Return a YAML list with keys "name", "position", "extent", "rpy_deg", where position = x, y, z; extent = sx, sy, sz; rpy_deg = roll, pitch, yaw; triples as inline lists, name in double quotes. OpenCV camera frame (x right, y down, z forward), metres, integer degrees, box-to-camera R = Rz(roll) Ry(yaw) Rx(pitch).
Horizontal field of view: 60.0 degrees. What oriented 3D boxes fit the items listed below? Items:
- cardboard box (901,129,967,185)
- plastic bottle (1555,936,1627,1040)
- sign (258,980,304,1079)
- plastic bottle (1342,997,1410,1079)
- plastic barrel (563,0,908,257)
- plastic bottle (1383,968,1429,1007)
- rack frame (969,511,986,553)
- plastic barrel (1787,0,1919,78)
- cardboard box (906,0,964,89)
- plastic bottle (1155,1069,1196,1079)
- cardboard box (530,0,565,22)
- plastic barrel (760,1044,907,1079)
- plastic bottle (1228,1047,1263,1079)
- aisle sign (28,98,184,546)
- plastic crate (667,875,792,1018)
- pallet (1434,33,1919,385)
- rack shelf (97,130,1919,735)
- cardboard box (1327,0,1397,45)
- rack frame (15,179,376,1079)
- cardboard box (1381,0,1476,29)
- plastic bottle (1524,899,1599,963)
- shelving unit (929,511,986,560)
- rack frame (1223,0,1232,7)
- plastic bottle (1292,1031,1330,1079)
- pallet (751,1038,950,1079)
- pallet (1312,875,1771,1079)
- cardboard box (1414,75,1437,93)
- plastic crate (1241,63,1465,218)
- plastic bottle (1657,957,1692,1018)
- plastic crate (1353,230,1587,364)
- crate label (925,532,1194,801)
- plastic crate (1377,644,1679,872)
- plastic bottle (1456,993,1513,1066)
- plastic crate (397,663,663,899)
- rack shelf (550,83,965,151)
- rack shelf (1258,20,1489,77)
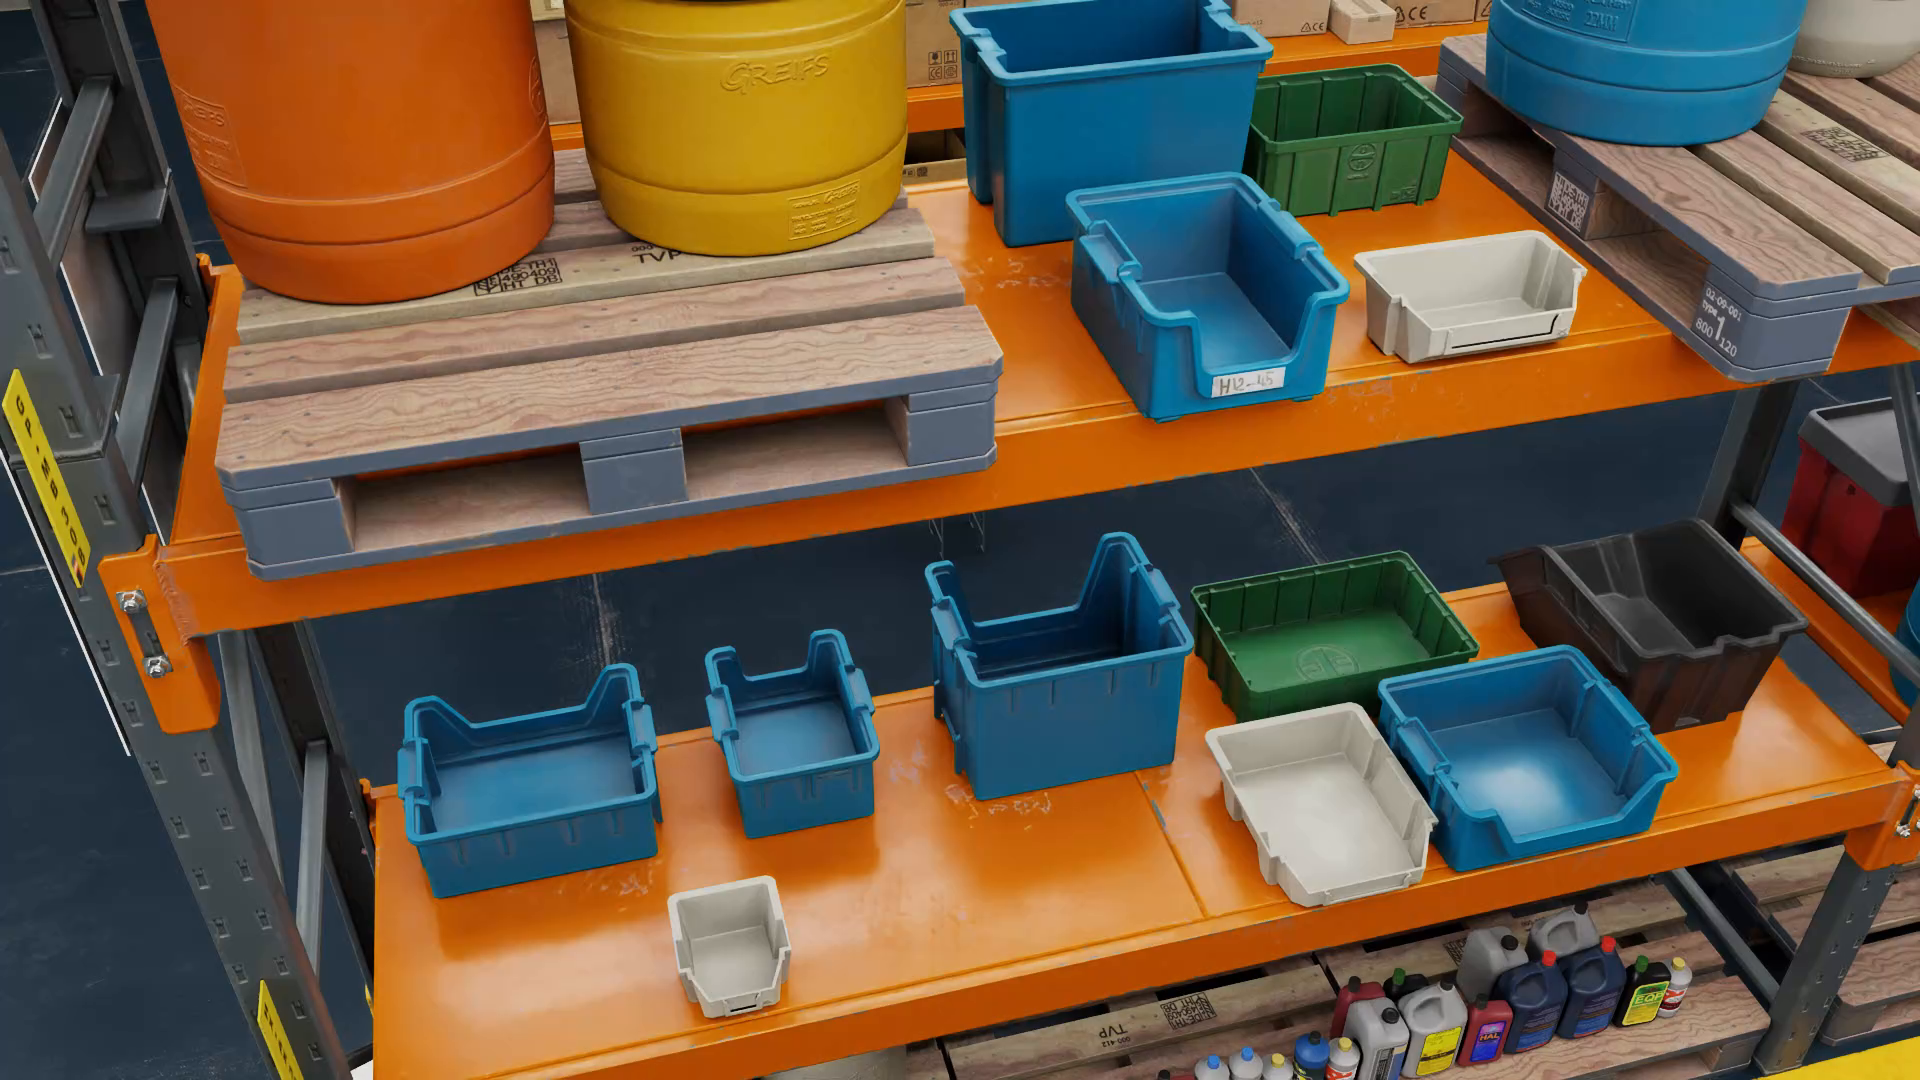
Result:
- name: "cardboard box"
  position: [-0.248, -1.771, 8.396]
  extent: [0.500, 0.500, 0.500]
  rpy_deg: [-9, 38, -12]
- name: "plastic bottle"
  position: [1.851, 1.301, 4.899]
  extent: [0.185, 0.351, 0.144]
  rpy_deg: [-10, 39, -13]
- name: "sign"
  position: [-1.324, 1.000, 3.247]
  extent: [0.005, 0.325, 0.100]
  rpy_deg: [-9, 38, -12]
- name: "plastic bottle"
  position: [1.196, 1.436, 4.784]
  extent: [0.135, 0.276, 0.152]
  rpy_deg: [-9, 38, -11]
- name: "plastic barrel"
  position: [-0.396, -0.902, 2.991]
  extent: [0.600, 0.588, 0.600]
  rpy_deg: [0, 37, 0]
- name: "plastic bottle"
  position: [1.303, 1.353, 4.886]
  extent: [0.133, 0.283, 0.061]
  rpy_deg: [-9, 38, -12]
- name: "rack frame"
  position: [0.074, -0.489, 6.901]
  extent: [0.006, 1.200, 0.240]
  rpy_deg: [-9, 38, -12]
- name: "plastic barrel"
  position: [1.931, -1.297, 3.570]
  extent: [0.421, 0.512, 0.421]
  rpy_deg: [0, 37, 0]
- name: "cardboard box"
  position: [-0.309, -2.555, 8.039]
  extent: [0.500, 0.500, 0.700]
  rpy_deg: [-9, 38, -11]
- name: "plastic bottle"
  position: [0.591, 1.561, 4.615]
  extent: [0.133, 0.283, 0.061]
  rpy_deg: [-9, 38, -11]
- name: "cardboard box"
  position: [-1.821, -2.435, 7.349]
  extent: [0.250, 0.149, 0.380]
  rpy_deg: [-9, 38, -12]
- name: "plastic barrel"
  position: [-0.364, 1.379, 4.681]
  extent: [0.421, 0.512, 0.421]
  rpy_deg: [0, 37, 0]
- name: "plastic bottle"
  position: [0.795, 1.520, 4.677]
  extent: [0.097, 0.271, 0.097]
  rpy_deg: [0, 37, 0]
- name: "aisle sign"
  position: [-1.611, -0.409, 3.177]
  extent: [0.004, 0.787, 0.394]
  rpy_deg: [-9, 38, -12]
- name: "plastic crate"
  position: [-0.516, 0.938, 3.772]
  extent: [0.250, 0.136, 0.298]
  rpy_deg: [-9, 38, -12]
- name: "pallet"
  position: [1.727, -0.792, 3.504]
  extent: [1.003, 0.211, 1.213]
  rpy_deg: [-9, 38, -12]
- name: "rack shelf"
  position: [0.467, -0.436, 3.475]
  extent: [4.000, 0.370, 1.077]
  rpy_deg: [-9, 38, -12]
- name: "cardboard box"
  position: [2.019, -2.674, 8.484]
  extent: [0.250, 0.149, 0.380]
  rpy_deg: [-9, 38, -12]
- name: "rack frame"
  position: [-1.464, 0.786, 3.754]
  extent: [0.127, 3.000, 1.000]
  rpy_deg: [-9, 38, -12]
- name: "cardboard box"
  position: [2.365, -2.989, 8.606]
  extent: [0.500, 0.500, 0.500]
  rpy_deg: [-7, 38, -9]
- name: "plastic bottle"
  position: [1.814, 1.216, 5.009]
  extent: [0.185, 0.351, 0.144]
  rpy_deg: [-9, 38, -12]
- name: "shelving unit"
  position: [-0.014, -0.474, 6.882]
  extent: [0.189, 1.200, 0.258]
  rpy_deg: [-9, 38, -12]
- name: "rack frame"
  position: [1.110, -2.754, 8.381]
  extent: [0.127, 3.000, 1.000]
  rpy_deg: [-9, 38, -12]
- name: "plastic bottle"
  position: [0.991, 1.488, 4.719]
  extent: [0.097, 0.271, 0.097]
  rpy_deg: [0, 37, 0]
- name: "pallet"
  position: [-0.617, 1.728, 4.817]
  extent: [1.213, 0.211, 1.003]
  rpy_deg: [-9, 38, -12]
- name: "pallet"
  position: [1.739, 1.342, 5.322]
  extent: [1.213, 0.211, 1.003]
  rpy_deg: [-9, 38, -12]
- name: "cardboard box"
  position: [2.896, -2.525, 9.537]
  extent: [0.500, 0.311, 0.500]
  rpy_deg: [-10, 38, -13]
- name: "plastic crate"
  position: [0.804, -0.865, 3.617]
  extent: [0.450, 0.188, 0.336]
  rpy_deg: [-9, 38, -12]
- name: "plastic bottle"
  position: [2.129, 1.329, 4.984]
  extent: [0.097, 0.201, 0.097]
  rpy_deg: [0, 37, 0]
- name: "plastic crate"
  position: [0.954, -0.443, 3.108]
  extent: [0.396, 0.136, 0.243]
  rpy_deg: [-9, 38, -12]
- name: "crate label"
  position: [0.243, 0.322, 4.331]
  extent: [0.616, 0.435, 0.502]
  rpy_deg: [-9, 38, -12]
- name: "plastic crate"
  position: [1.400, 0.546, 4.190]
  extent: [0.616, 0.251, 0.499]
  rpy_deg: [-9, 38, -12]
- name: "plastic bottle"
  position: [1.520, 1.408, 4.814]
  extent: [0.133, 0.283, 0.061]
  rpy_deg: [-7, 38, -9]
- name: "plastic crate"
  position: [-1.058, 0.590, 4.132]
  extent: [0.616, 0.251, 0.499]
  rpy_deg: [-9, 38, -12]
- name: "rack shelf"
  position: [-0.821, -2.151, 8.185]
  extent: [4.000, 0.370, 1.077]
  rpy_deg: [-9, 38, -12]
- name: "rack shelf"
  position: [3.041, -2.785, 9.014]
  extent: [4.000, 0.370, 1.077]
  rpy_deg: [-9, 38, -12]
